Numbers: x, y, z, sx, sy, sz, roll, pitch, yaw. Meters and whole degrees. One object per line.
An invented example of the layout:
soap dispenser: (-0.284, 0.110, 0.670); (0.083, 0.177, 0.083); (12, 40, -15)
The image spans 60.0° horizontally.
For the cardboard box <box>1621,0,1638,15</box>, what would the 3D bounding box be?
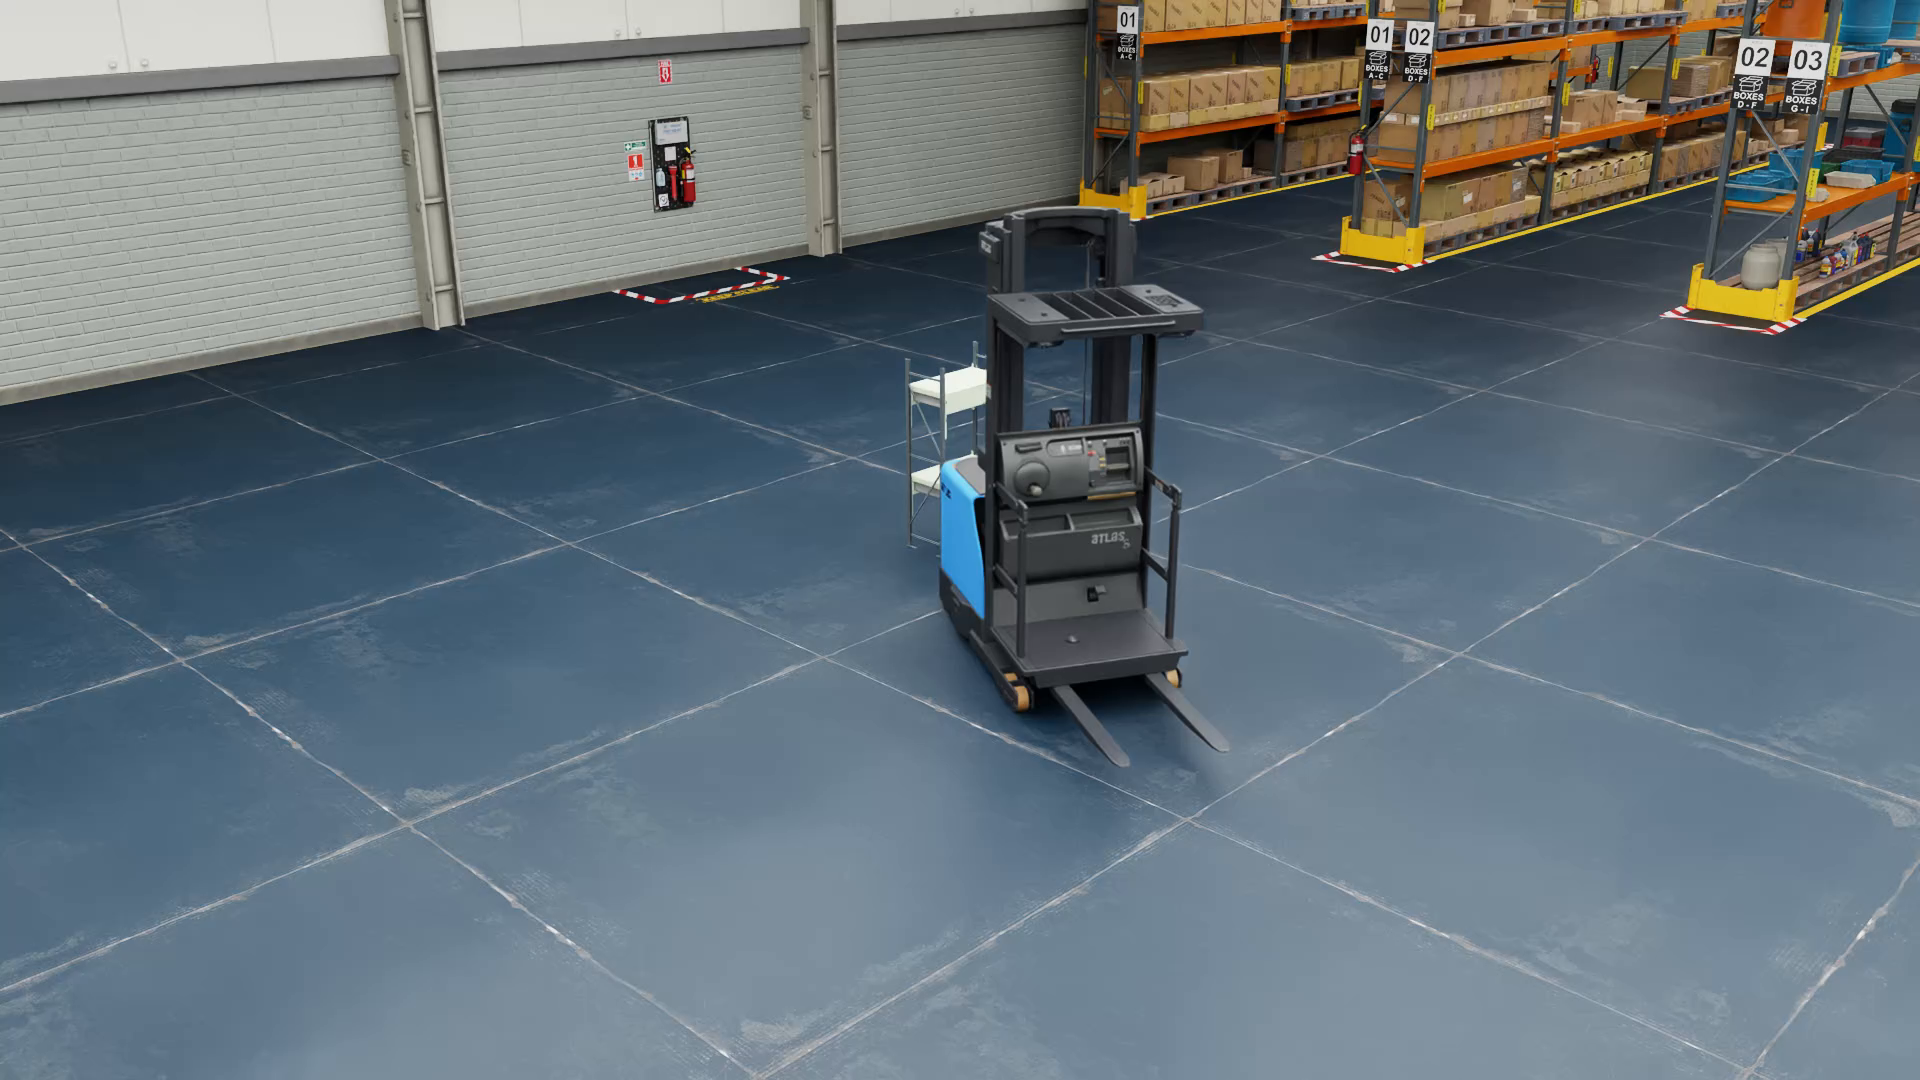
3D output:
cardboard box: (10.489, -8.559, 26.604); (0.500, 0.250, 0.500); (19, 28, 40)

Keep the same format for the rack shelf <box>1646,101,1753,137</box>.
rack shelf: (12.920, -7.625, 29.735); (1.077, 0.370, 4.000); (19, 28, 41)

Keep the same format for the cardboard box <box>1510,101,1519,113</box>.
cardboard box: (7.987, -6.383, 24.458); (0.380, 0.149, 0.250); (19, 28, 40)

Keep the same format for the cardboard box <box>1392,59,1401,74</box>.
cardboard box: (8.495, -8.941, 31.575); (0.500, 0.500, 0.500); (-19, 28, -40)

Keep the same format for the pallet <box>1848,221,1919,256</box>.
pallet: (13.652, -4.403, 24.236); (1.003, 0.211, 1.213); (19, 28, 41)

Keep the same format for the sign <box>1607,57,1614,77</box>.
sign: (11.130, -8.084, 28.422); (0.100, 0.325, 0.005); (19, 28, 41)

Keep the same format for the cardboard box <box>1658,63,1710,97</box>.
cardboard box: (12.658, -8.067, 29.157); (0.500, 0.500, 0.700); (-14, 25, -32)

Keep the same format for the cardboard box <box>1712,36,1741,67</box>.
cardboard box: (14.483, -9.183, 31.253); (0.500, 0.500, 0.500); (19, 28, 41)

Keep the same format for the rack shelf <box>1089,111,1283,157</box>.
rack shelf: (3.788, -6.808, 27.608); (1.077, 0.370, 4.000); (19, 28, 41)

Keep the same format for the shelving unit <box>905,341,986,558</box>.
shelving unit: (-0.005, -0.698, 12.801); (0.431, 1.500, 0.755); (19, 28, 41)

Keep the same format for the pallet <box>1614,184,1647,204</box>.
pallet: (10.923, -5.943, 28.243); (1.003, 0.211, 1.213); (19, 28, 41)

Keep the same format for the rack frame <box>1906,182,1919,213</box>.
rack frame: (15.071, -6.206, 25.040); (1.000, 3.000, 0.127); (19, 28, 41)

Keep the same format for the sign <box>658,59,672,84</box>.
sign: (-3.753, -5.963, 21.176); (0.001, 0.298, 0.199); (19, 28, 41)

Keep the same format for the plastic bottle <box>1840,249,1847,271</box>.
plastic bottle: (11.429, -3.636, 21.542); (0.097, 0.271, 0.097); (0, 21, 0)

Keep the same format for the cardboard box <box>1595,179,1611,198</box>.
cardboard box: (10.266, -5.768, 27.148); (0.500, 0.250, 0.500); (-20, 28, -41)

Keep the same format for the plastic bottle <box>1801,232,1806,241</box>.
plastic bottle: (11.289, -3.995, 22.366); (0.144, 0.351, 0.185); (18, 27, 38)

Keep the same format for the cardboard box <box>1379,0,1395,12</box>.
cardboard box: (7.664, -9.801, 30.308); (0.500, 0.311, 0.500); (19, 28, 41)

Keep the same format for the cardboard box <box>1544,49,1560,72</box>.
cardboard box: (12.167, -10.365, 35.443); (0.980, 0.700, 0.700); (18, 27, 38)

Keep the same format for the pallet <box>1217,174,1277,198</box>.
pallet: (4.740, -6.174, 28.845); (1.003, 0.211, 1.213); (19, 28, 41)

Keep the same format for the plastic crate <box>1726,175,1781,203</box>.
plastic crate: (9.625, -4.284, 20.246); (0.499, 0.251, 0.616); (19, 28, 41)

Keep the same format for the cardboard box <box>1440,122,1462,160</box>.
cardboard box: (6.642, -5.690, 23.558); (0.500, 0.500, 0.700); (-19, 28, -41)

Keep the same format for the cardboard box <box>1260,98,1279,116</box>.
cardboard box: (5.069, -7.399, 28.326); (0.500, 0.250, 0.500); (19, 28, 41)

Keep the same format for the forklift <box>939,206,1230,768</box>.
forklift: (0.766, -0.459, 10.184); (1.130, 2.935, 3.031); (-6, 22, -16)

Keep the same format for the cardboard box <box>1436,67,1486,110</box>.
cardboard box: (7.030, -6.439, 23.700); (0.700, 0.500, 0.500); (19, 28, 41)

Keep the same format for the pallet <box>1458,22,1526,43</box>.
pallet: (7.307, -7.240, 23.672); (1.003, 0.211, 1.213); (19, 28, 41)

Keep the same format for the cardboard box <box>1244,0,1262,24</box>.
cardboard box: (4.646, -8.795, 27.428); (0.500, 0.500, 0.500); (16, 26, 36)

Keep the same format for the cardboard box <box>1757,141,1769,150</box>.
cardboard box: (15.360, -7.637, 32.098); (0.380, 0.166, 0.250); (19, 28, 41)

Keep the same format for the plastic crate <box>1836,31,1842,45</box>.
plastic crate: (10.605, -6.108, 20.626); (0.392, 0.384, 0.575); (19, 28, 41)

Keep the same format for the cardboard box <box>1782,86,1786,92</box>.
cardboard box: (15.572, -8.845, 31.767); (0.500, 0.500, 0.500); (19, 28, 40)

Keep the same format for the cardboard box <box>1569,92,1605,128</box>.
cardboard box: (9.999, -6.923, 26.766); (0.500, 0.500, 0.500); (19, 28, 41)

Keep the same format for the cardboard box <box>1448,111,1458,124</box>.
cardboard box: (6.729, -5.919, 23.250); (0.380, 0.149, 0.250); (19, 28, 41)

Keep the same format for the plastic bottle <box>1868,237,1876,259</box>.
plastic bottle: (12.182, -3.909, 22.237); (0.133, 0.283, 0.061); (-18, 28, -39)

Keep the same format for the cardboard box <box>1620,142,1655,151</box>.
cardboard box: (12.009, -6.785, 29.416); (0.500, 0.500, 0.500); (-19, 28, -40)

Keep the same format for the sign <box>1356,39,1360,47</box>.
sign: (7.573, -9.364, 31.643); (0.100, 0.325, 0.005); (19, 28, 41)

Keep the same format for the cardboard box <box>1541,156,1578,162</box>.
cardboard box: (9.873, -6.160, 27.386); (0.500, 0.311, 0.500); (19, 28, 40)

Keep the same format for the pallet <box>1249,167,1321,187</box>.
pallet: (5.725, -6.556, 29.838); (1.003, 0.211, 1.213); (19, 28, 41)

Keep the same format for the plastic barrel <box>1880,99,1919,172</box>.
plastic barrel: (12.768, -5.435, 22.336); (0.600, 0.901, 0.708); (19, 28, 41)

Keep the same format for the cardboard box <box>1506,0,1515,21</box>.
cardboard box: (7.495, -7.737, 23.917); (0.637, 0.503, 0.797); (-16, 26, -36)

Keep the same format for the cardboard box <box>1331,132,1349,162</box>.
cardboard box: (6.739, -7.288, 30.726); (0.700, 0.500, 0.500); (19, 28, 40)

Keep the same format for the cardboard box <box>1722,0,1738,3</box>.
cardboard box: (13.461, -9.876, 29.543); (0.600, 0.600, 0.600); (19, 28, 40)

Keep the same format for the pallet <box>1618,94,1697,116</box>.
pallet: (11.948, -7.549, 28.802); (1.213, 0.211, 1.003); (19, 28, 41)

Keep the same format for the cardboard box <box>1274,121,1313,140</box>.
cardboard box: (5.989, -7.354, 29.851); (0.500, 0.250, 0.500); (19, 28, 40)

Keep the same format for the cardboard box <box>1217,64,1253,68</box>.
cardboard box: (4.705, -7.878, 28.527); (0.500, 0.500, 0.500); (18, 28, 39)

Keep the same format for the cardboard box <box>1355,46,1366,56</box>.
cardboard box: (7.540, -9.058, 30.803); (0.380, 0.149, 0.250); (14, 25, 32)

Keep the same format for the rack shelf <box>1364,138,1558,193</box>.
rack shelf: (7.339, -5.569, 24.385); (1.077, 0.370, 4.000); (19, 28, 41)

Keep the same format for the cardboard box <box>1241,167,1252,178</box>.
cardboard box: (4.831, -6.395, 28.868); (0.380, 0.166, 0.250); (15, 26, 34)

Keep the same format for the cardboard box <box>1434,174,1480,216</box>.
cardboard box: (7.165, -4.996, 24.094); (0.500, 0.500, 0.500); (19, 28, 41)

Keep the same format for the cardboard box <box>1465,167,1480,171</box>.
cardboard box: (7.489, -5.383, 25.102); (0.500, 0.500, 0.500); (19, 28, 41)

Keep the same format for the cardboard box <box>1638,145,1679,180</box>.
cardboard box: (12.047, -6.531, 28.756); (0.500, 0.500, 0.500); (-19, 28, -40)

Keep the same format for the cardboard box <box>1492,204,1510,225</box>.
cardboard box: (7.874, -4.899, 24.887); (0.500, 0.250, 0.500); (19, 28, 41)

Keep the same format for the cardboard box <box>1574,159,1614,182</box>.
cardboard box: (10.273, -6.032, 27.054); (0.500, 0.311, 0.500); (-19, 28, -41)

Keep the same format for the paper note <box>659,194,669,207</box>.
paper note: (-3.849, -4.418, 21.617); (0.016, 0.148, 0.142); (19, 28, 41)

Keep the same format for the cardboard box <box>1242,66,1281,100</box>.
cardboard box: (5.075, -7.748, 28.188); (0.500, 0.500, 0.500); (19, 28, 41)

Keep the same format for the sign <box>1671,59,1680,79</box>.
sign: (11.925, -7.849, 27.701); (0.100, 0.325, 0.005); (19, 28, 41)

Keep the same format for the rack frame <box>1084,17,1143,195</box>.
rack frame: (2.392, -6.629, 26.141); (1.000, 3.000, 0.127); (19, 28, 41)
